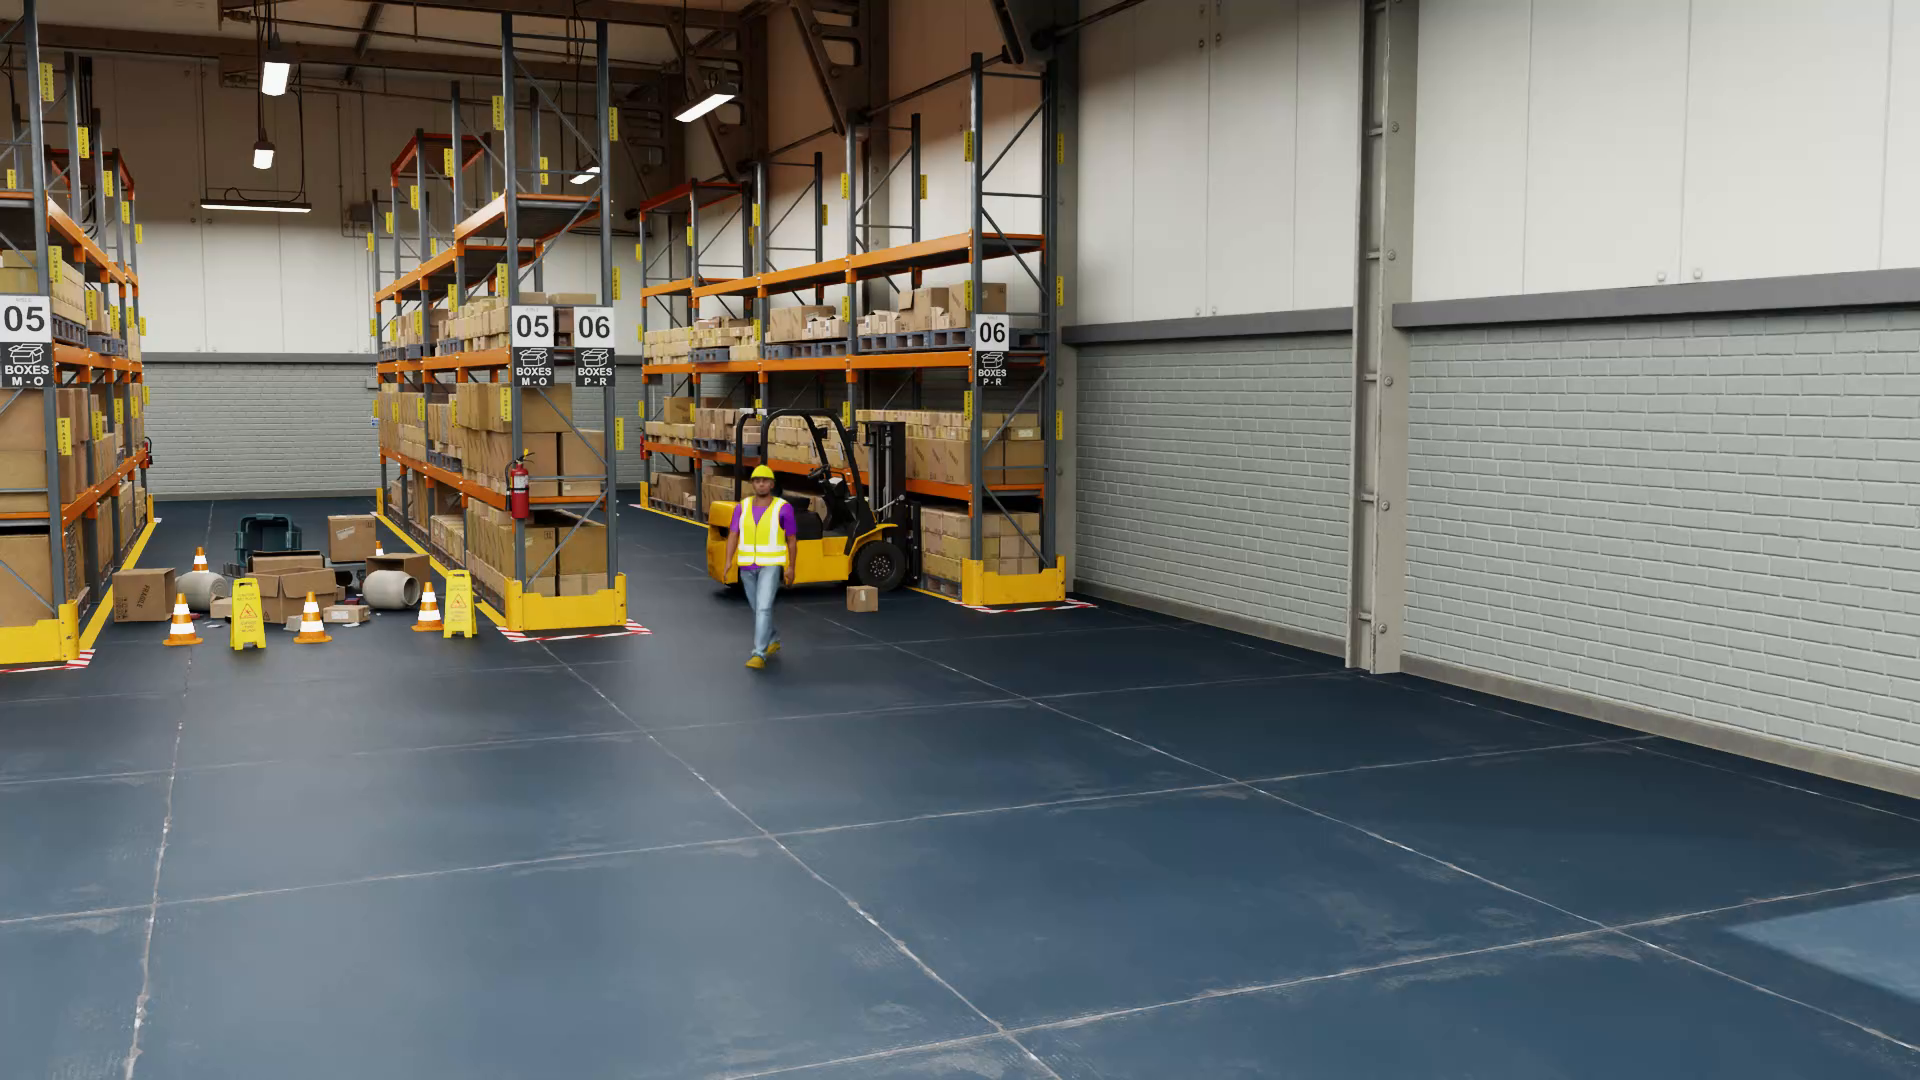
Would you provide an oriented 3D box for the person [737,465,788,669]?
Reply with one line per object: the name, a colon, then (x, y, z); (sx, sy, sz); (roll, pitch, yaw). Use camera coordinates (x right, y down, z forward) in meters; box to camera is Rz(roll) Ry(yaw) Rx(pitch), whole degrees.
person: (-1.725, 0.219, 14.302); (0.436, 1.720, 1.026); (2, 6, 17)
